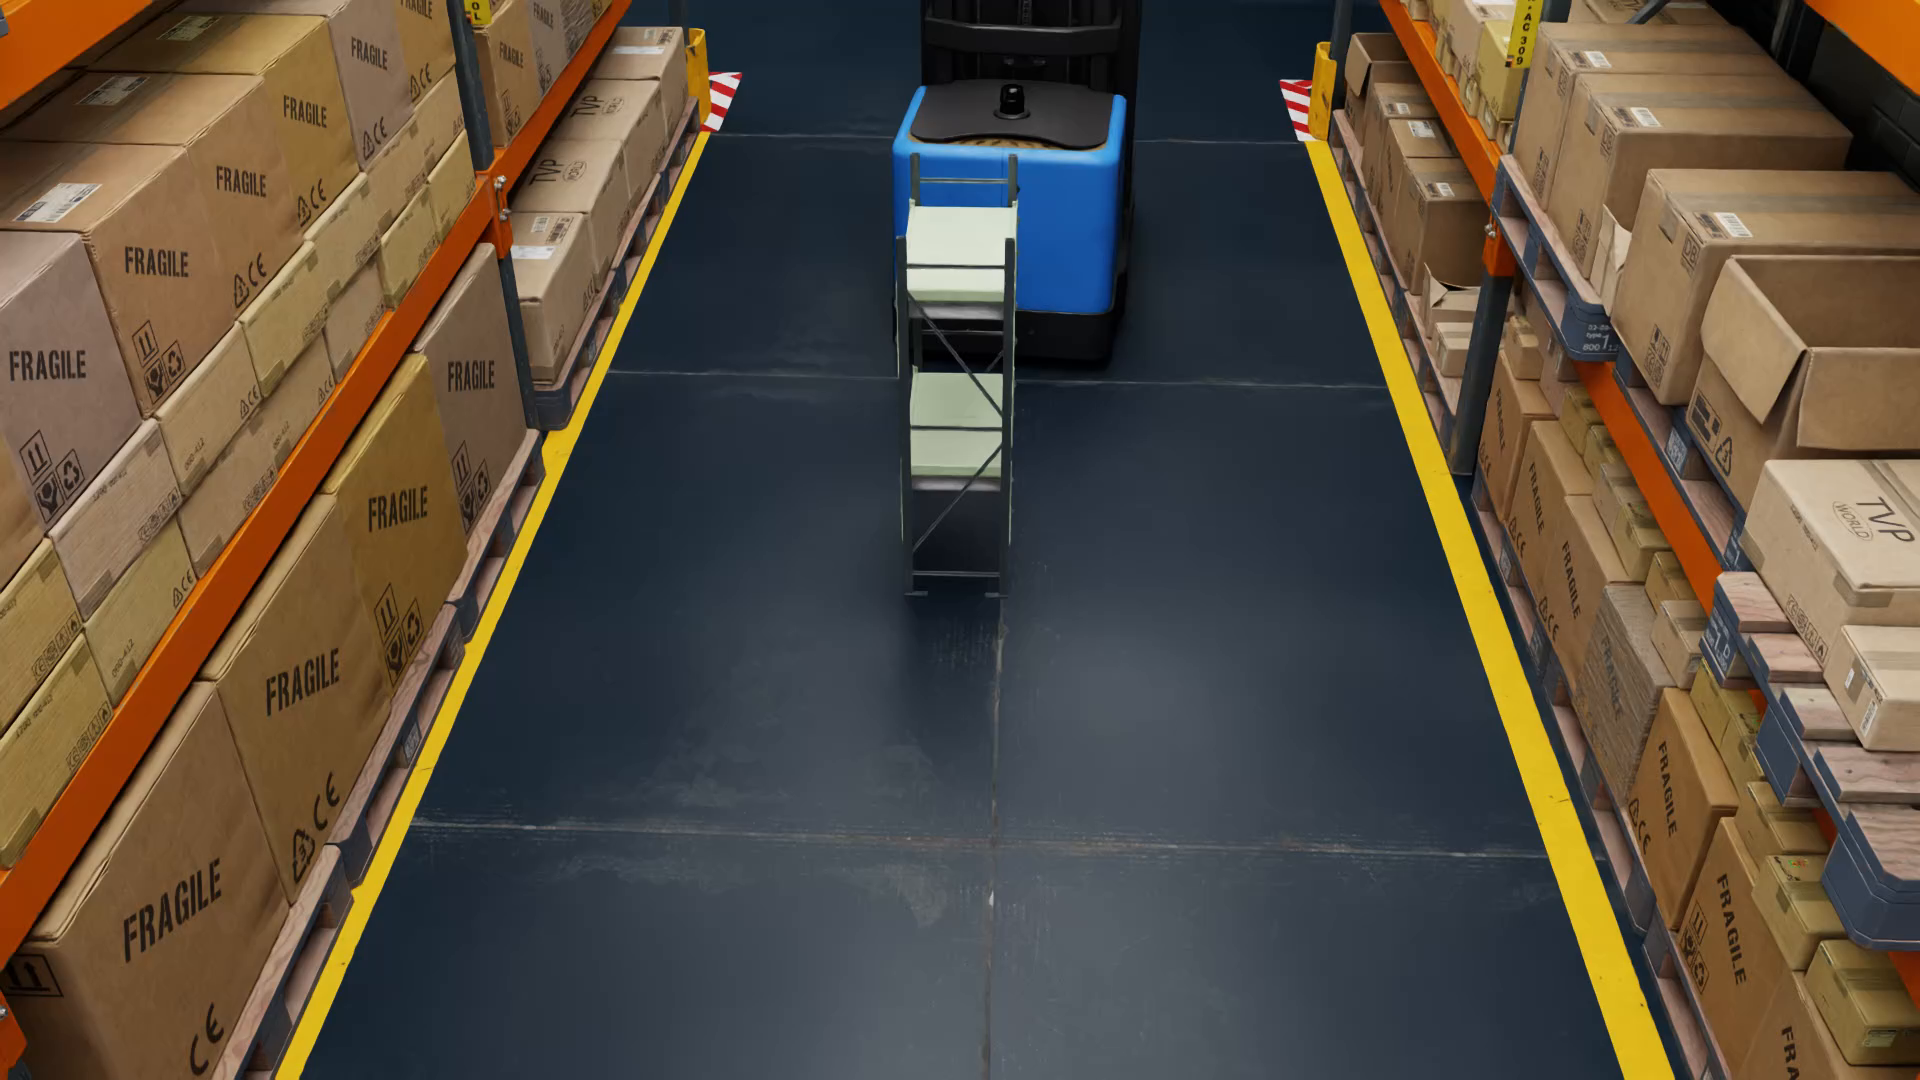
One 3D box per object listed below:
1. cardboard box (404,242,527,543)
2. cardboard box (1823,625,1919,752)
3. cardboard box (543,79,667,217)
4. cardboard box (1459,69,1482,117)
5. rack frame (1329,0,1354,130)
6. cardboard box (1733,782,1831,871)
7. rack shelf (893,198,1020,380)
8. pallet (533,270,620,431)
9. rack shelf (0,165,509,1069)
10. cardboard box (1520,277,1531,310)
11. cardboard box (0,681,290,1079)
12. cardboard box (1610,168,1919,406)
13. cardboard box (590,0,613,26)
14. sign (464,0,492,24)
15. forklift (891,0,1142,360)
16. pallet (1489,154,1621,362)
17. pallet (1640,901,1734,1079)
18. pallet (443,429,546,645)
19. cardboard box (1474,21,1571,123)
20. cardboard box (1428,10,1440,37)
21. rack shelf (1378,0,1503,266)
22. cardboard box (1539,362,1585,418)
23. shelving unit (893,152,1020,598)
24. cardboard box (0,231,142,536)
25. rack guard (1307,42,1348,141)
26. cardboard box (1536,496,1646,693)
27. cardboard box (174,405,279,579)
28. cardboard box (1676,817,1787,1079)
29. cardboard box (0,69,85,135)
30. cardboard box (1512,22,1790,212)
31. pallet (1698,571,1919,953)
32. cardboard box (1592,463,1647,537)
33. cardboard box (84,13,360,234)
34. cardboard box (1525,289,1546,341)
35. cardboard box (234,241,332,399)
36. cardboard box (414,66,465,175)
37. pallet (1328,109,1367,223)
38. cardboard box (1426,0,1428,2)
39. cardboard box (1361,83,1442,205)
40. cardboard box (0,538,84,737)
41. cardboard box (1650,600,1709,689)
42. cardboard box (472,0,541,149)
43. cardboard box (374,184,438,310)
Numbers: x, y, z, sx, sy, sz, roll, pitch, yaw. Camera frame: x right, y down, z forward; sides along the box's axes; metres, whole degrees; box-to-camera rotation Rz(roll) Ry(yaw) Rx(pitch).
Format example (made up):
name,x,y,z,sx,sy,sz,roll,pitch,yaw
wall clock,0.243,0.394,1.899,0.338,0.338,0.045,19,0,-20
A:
name,x,y,z,sx,sy,sz,roll,pitch,yaw
cardboard box,-2.293,-0.581,6.450,0.875,0.875,0.875,2,35,3
cardboard box,2.095,0.319,3.540,0.380,0.149,0.250,2,35,3
cardboard box,-2.142,-2.150,9.064,0.875,0.438,0.875,2,35,3
cardboard box,2.348,-1.910,7.077,0.380,0.149,0.250,2,35,3
rack frame,2.773,-3.822,9.579,1.000,3.000,0.127,1,35,2
cardboard box,2.253,0.763,4.301,0.380,0.149,0.250,0,35,0
rack shelf,0.000,-0.929,6.089,0.431,0.370,0.720,1,35,2
pallet,-2.239,-0.930,7.890,1.003,0.211,1.213,1,35,2
rack shelf,-2.428,-0.193,5.041,1.077,0.370,4.000,1,35,2
cardboard box,2.892,-1.152,7.895,0.380,0.149,0.250,1,35,1
cardboard box,-2.397,0.964,4.252,0.875,0.875,0.875,1,35,1
cardboard box,2.317,-0.715,4.707,0.700,0.500,0.500,1,35,2
cardboard box,-1.996,-2.811,8.054,0.500,0.500,0.500,2,35,3
sign,-1.805,-2.071,6.149,0.100,0.325,0.005,1,35,2
forklift,0.382,-2.881,8.300,1.130,2.935,3.031,4,35,6
pallet,2.471,-0.989,5.715,1.003,0.211,1.213,1,35,2
pallet,2.519,1.487,4.450,1.003,0.211,1.213,1,35,2
pallet,-2.303,-0.050,6.638,1.003,0.211,1.213,1,35,2
cardboard box,2.389,-1.882,6.691,0.500,0.250,0.500,2,35,3
cardboard box,2.453,-2.496,7.911,0.380,0.149,0.250,1,35,2
rack shelf,2.693,-2.378,8.151,1.077,0.370,4.000,1,35,2
cardboard box,2.398,-0.577,6.207,0.380,0.149,0.250,0,35,1
shelving unit,0.000,-0.610,6.313,0.431,1.500,0.755,1,35,2
cardboard box,-2.234,-0.351,3.684,0.500,0.500,0.500,1,35,2
rack guard,2.770,-2.755,10.236,1.175,0.500,0.348,1,35,2
cardboard box,2.332,0.193,5.676,0.500,0.500,0.500,0,35,0
cardboard box,-2.207,-0.149,4.483,0.500,0.250,0.500,2,35,3
cardboard box,2.284,1.090,4.399,0.500,0.500,0.500,1,35,1
cardboard box,-2.682,-0.962,4.553,0.500,0.500,0.500,1,35,1
cardboard box,2.369,-1.464,5.772,0.700,0.500,0.500,2,35,3
pallet,2.409,0.462,3.651,1.213,0.211,1.003,1,35,2
cardboard box,2.354,-0.129,5.570,0.380,0.149,0.250,1,35,2
cardboard box,-2.168,-1.235,4.943,0.500,0.500,0.500,2,35,3
cardboard box,2.393,-0.859,6.349,0.380,0.149,0.250,1,35,1
cardboard box,-2.153,-0.641,4.749,0.500,0.250,0.500,2,35,3
cardboard box,-2.122,-1.520,6.000,0.500,0.250,0.500,1,35,2
pallet,2.739,-2.179,9.667,1.003,0.211,1.213,1,35,2
cardboard box,2.449,-2.752,7.929,0.500,0.250,0.500,0,35,1
cardboard box,2.580,-2.131,8.983,0.700,0.500,0.500,3,35,4
cardboard box,-2.241,0.233,3.505,0.500,0.250,0.500,1,35,2
cardboard box,2.300,0.309,4.946,0.380,0.149,0.250,0,35,0
cardboard box,-2.067,-1.941,6.816,0.500,0.500,0.500,2,35,3
cardboard box,-2.135,-1.019,5.721,0.500,0.250,0.500,1,35,1
